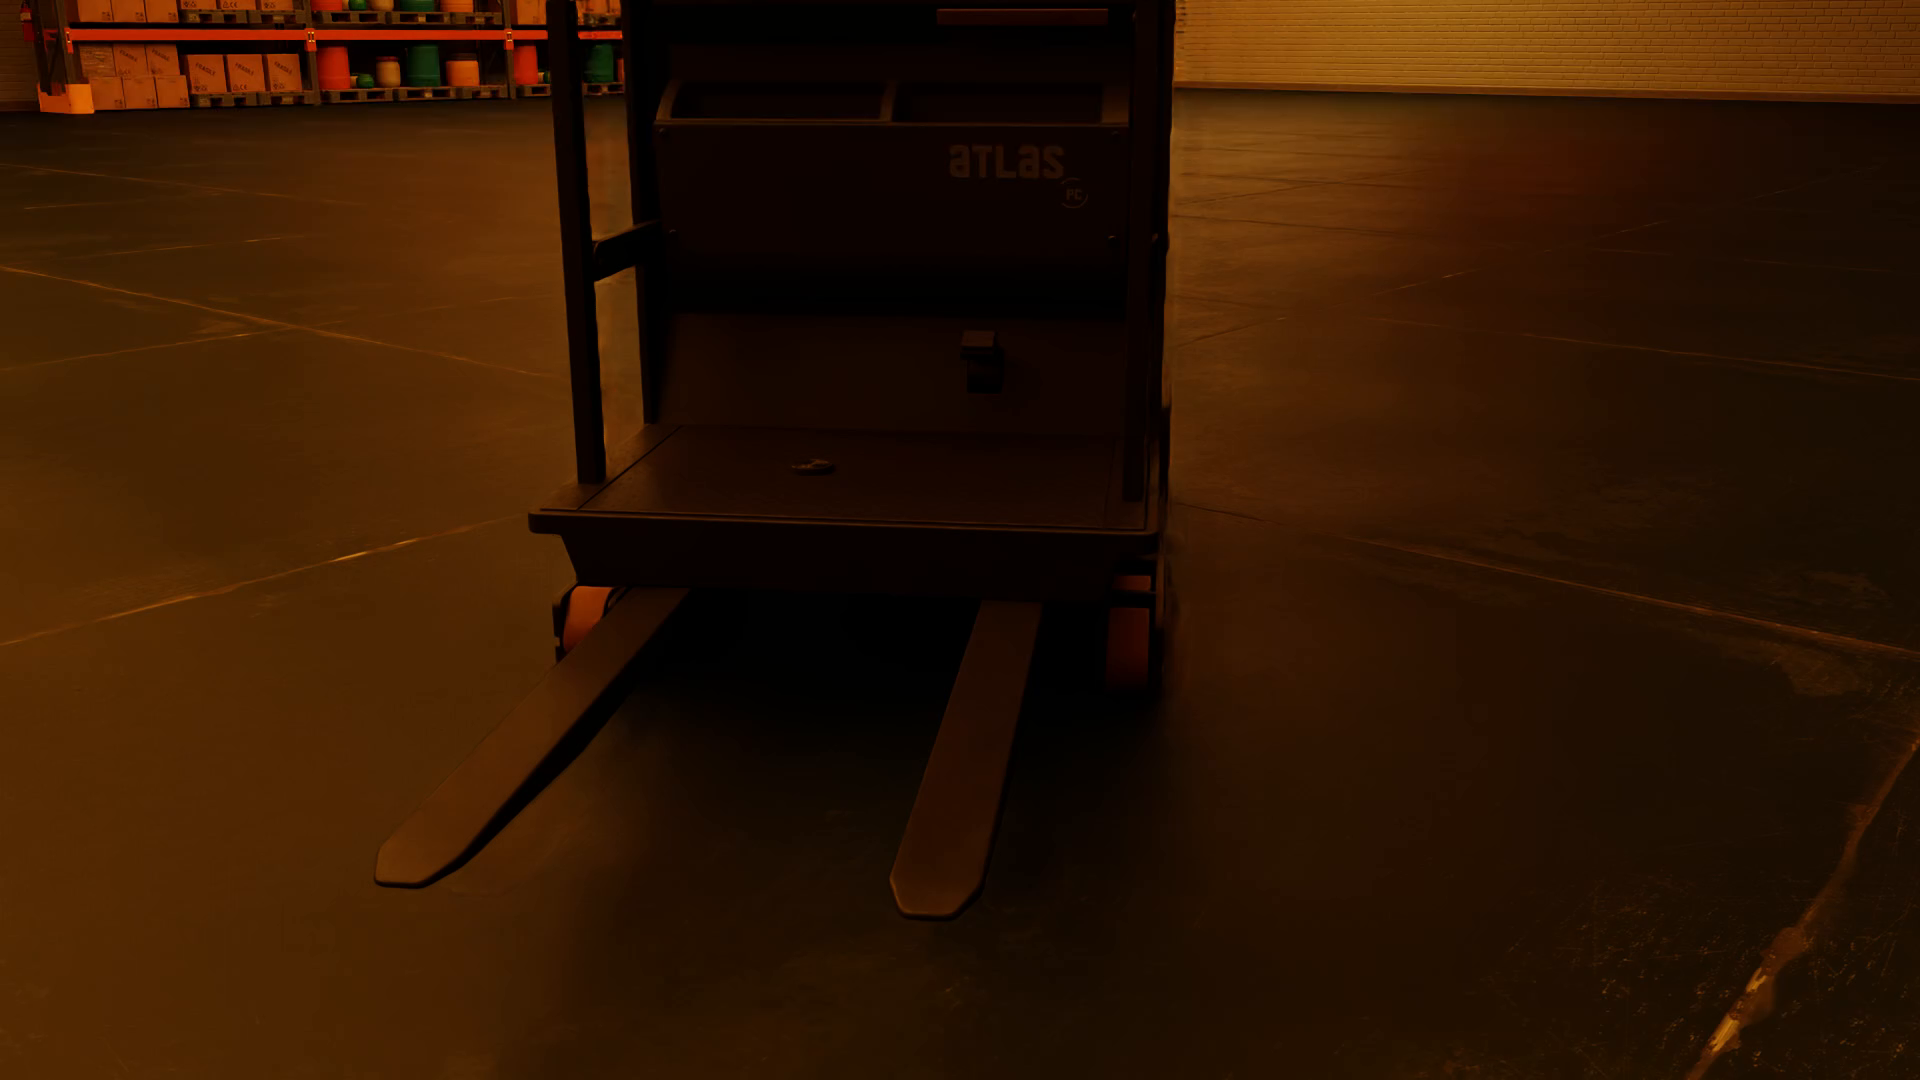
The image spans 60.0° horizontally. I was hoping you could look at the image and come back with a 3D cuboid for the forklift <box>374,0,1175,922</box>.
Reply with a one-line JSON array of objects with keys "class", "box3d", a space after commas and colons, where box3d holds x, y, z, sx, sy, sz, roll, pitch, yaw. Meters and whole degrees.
[{"class": "forklift", "box3d": [-0.154, -1.225, 2.933, 1.130, 2.935, 3.031, 2, 17, 7]}]
